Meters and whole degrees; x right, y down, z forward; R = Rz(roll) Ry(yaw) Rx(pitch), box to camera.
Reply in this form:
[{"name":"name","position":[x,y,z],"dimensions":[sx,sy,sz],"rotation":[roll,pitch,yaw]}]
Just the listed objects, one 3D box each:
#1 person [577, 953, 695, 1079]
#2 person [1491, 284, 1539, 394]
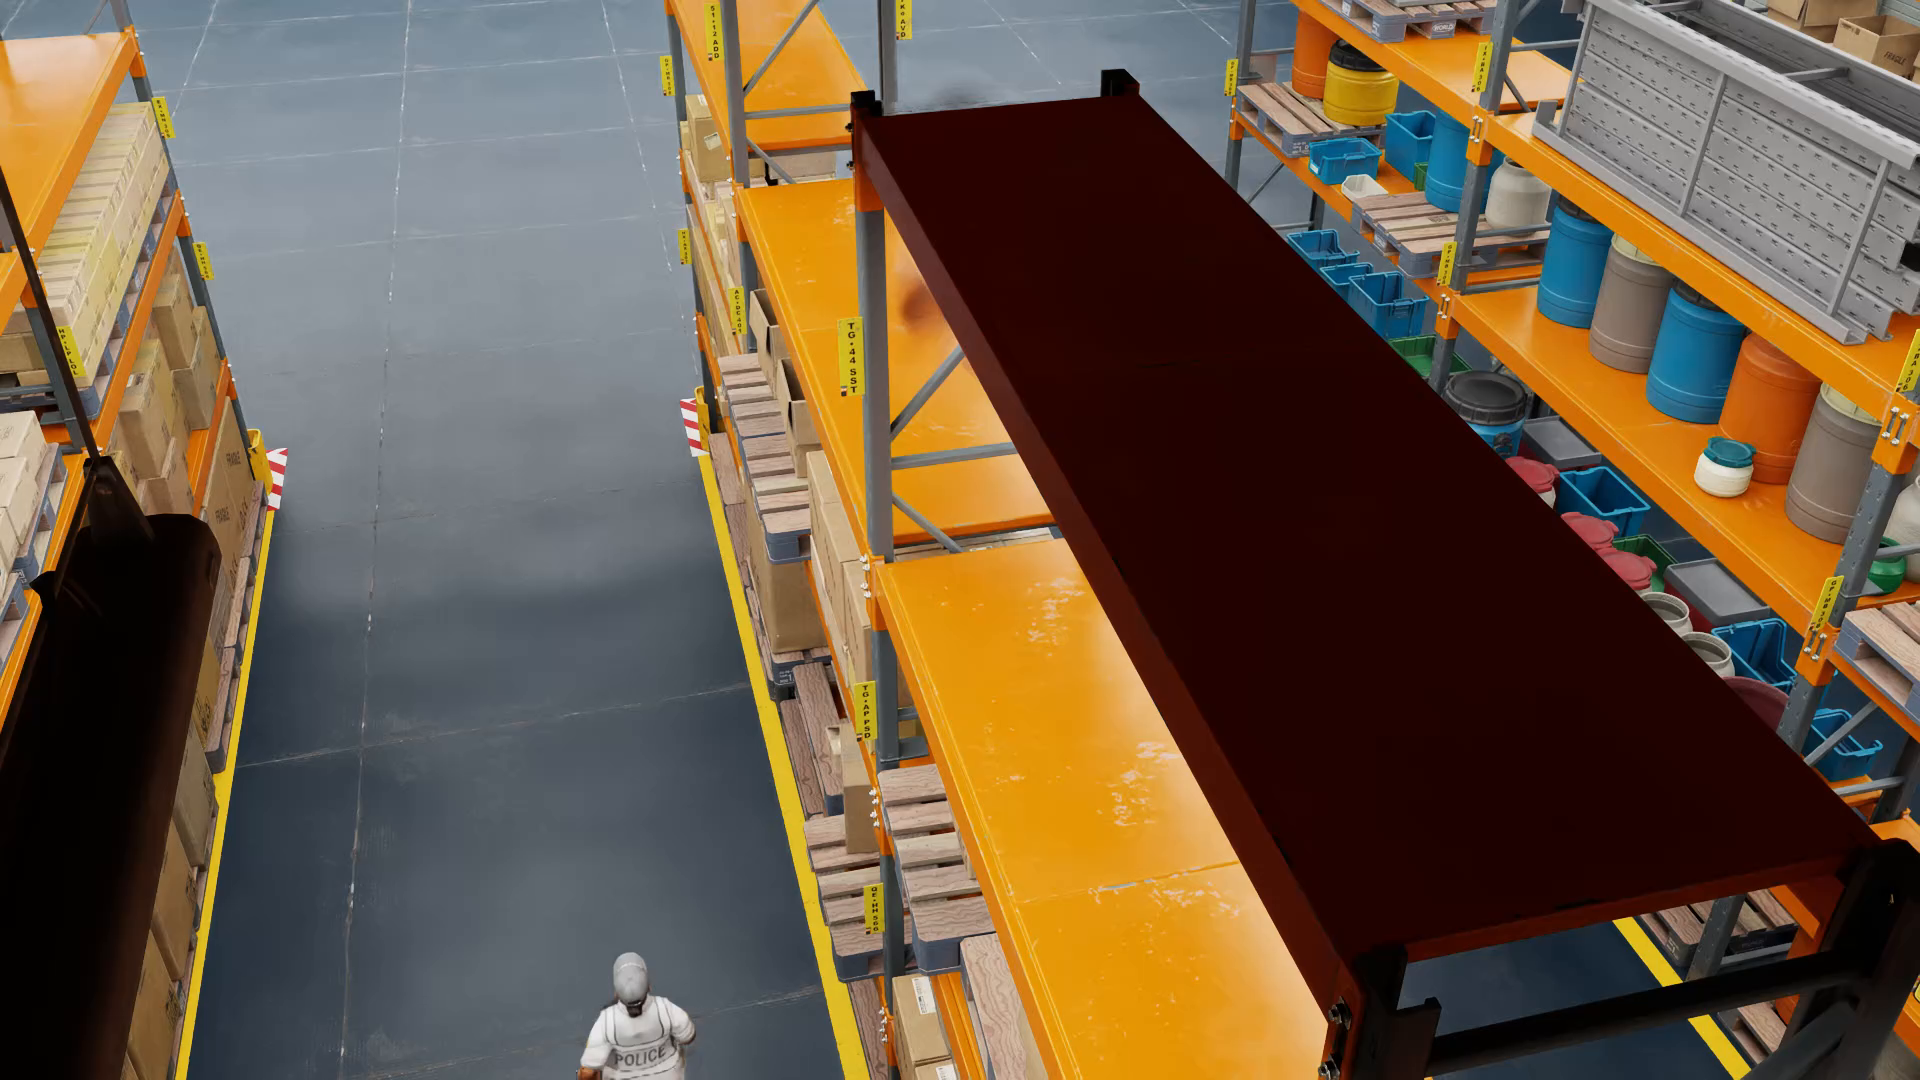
[{"name":"person","position":[-1.653,2.745,8.641],"dimensions":[0.592,1.629,0.577],"rotation":[-7,35,-10]},{"name":"person","position":[5.309,-2.206,15.816],"dimensions":[0.865,1.831,0.590],"rotation":[22,40,29]}]
